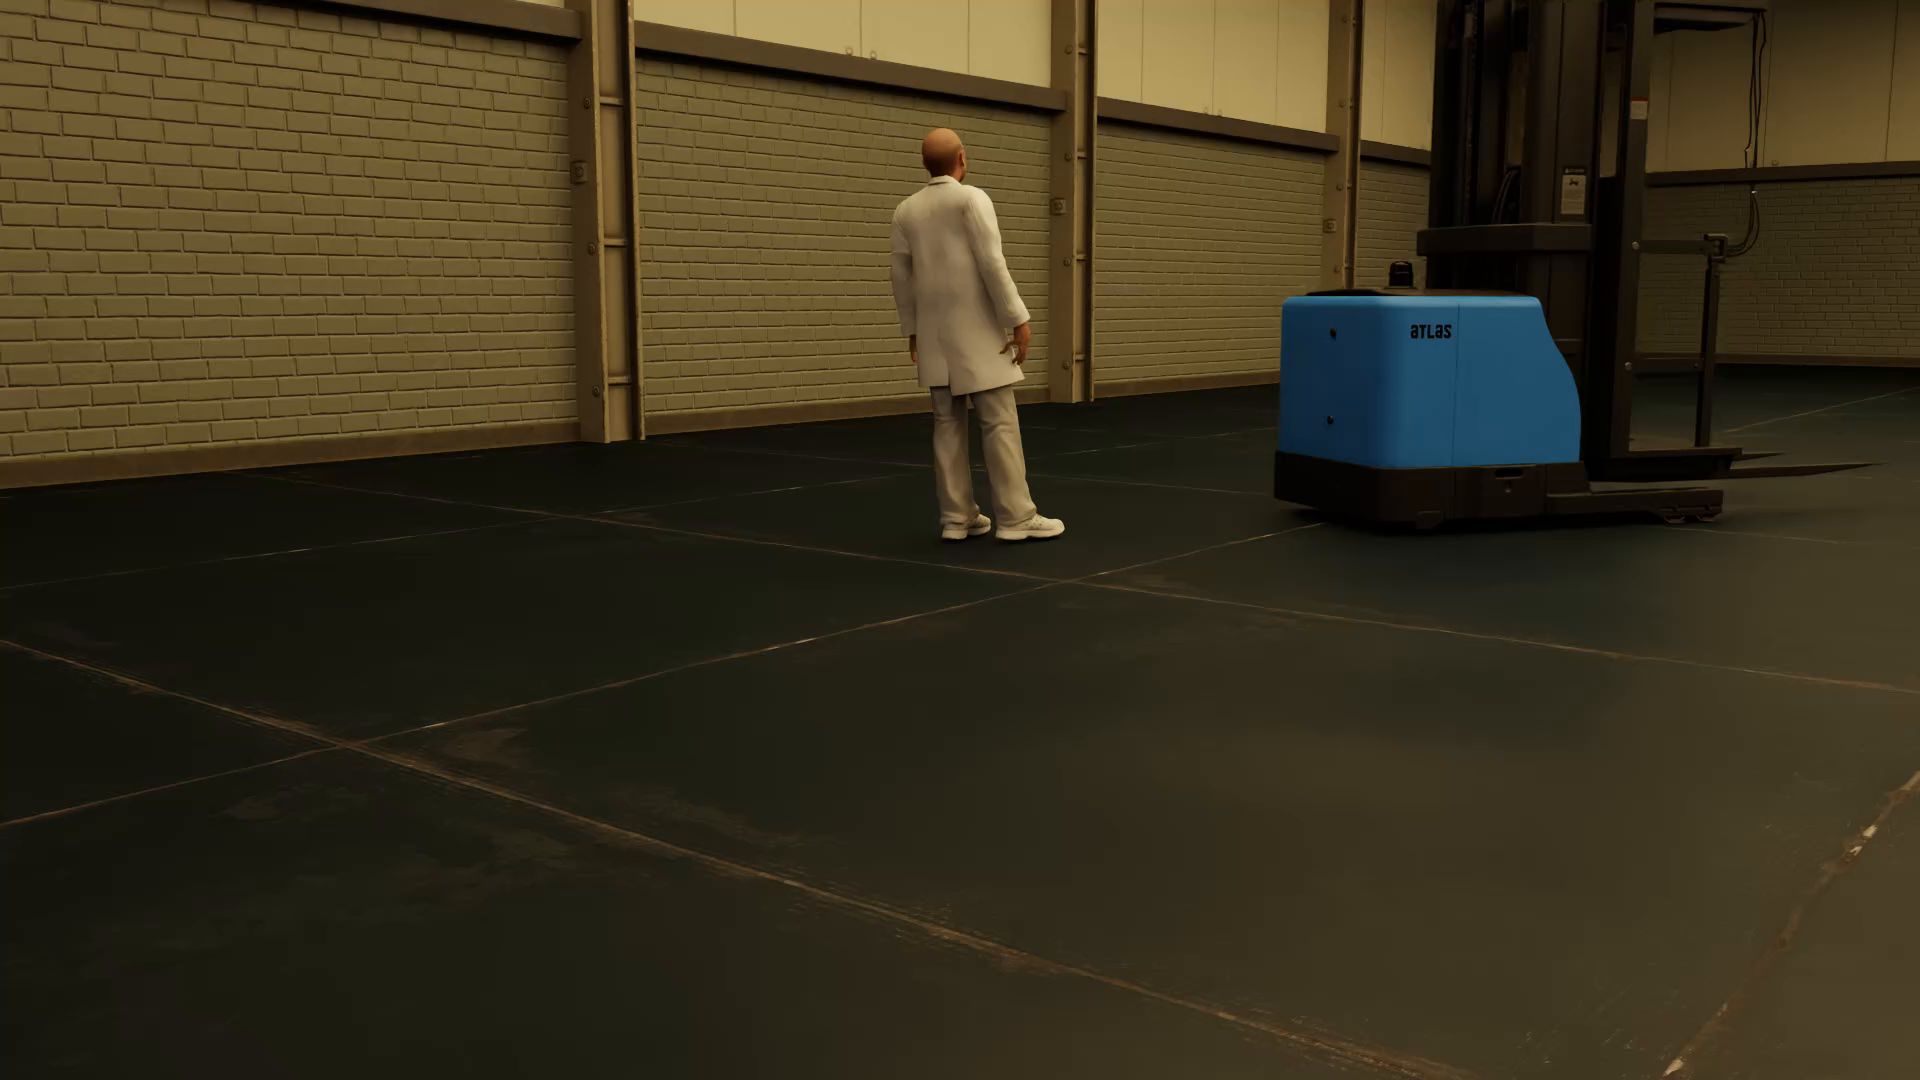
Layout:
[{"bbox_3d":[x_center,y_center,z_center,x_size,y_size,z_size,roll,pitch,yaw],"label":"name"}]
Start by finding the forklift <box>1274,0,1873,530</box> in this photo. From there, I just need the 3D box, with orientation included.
[{"bbox_3d":[3.151,-1.597,8.194,3.031,2.935,1.130,-3,9,-18],"label":"forklift"}]

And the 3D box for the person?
[{"bbox_3d":[0.061,-0.897,7.343,0.698,1.777,0.578,7,11,38],"label":"person"}]
